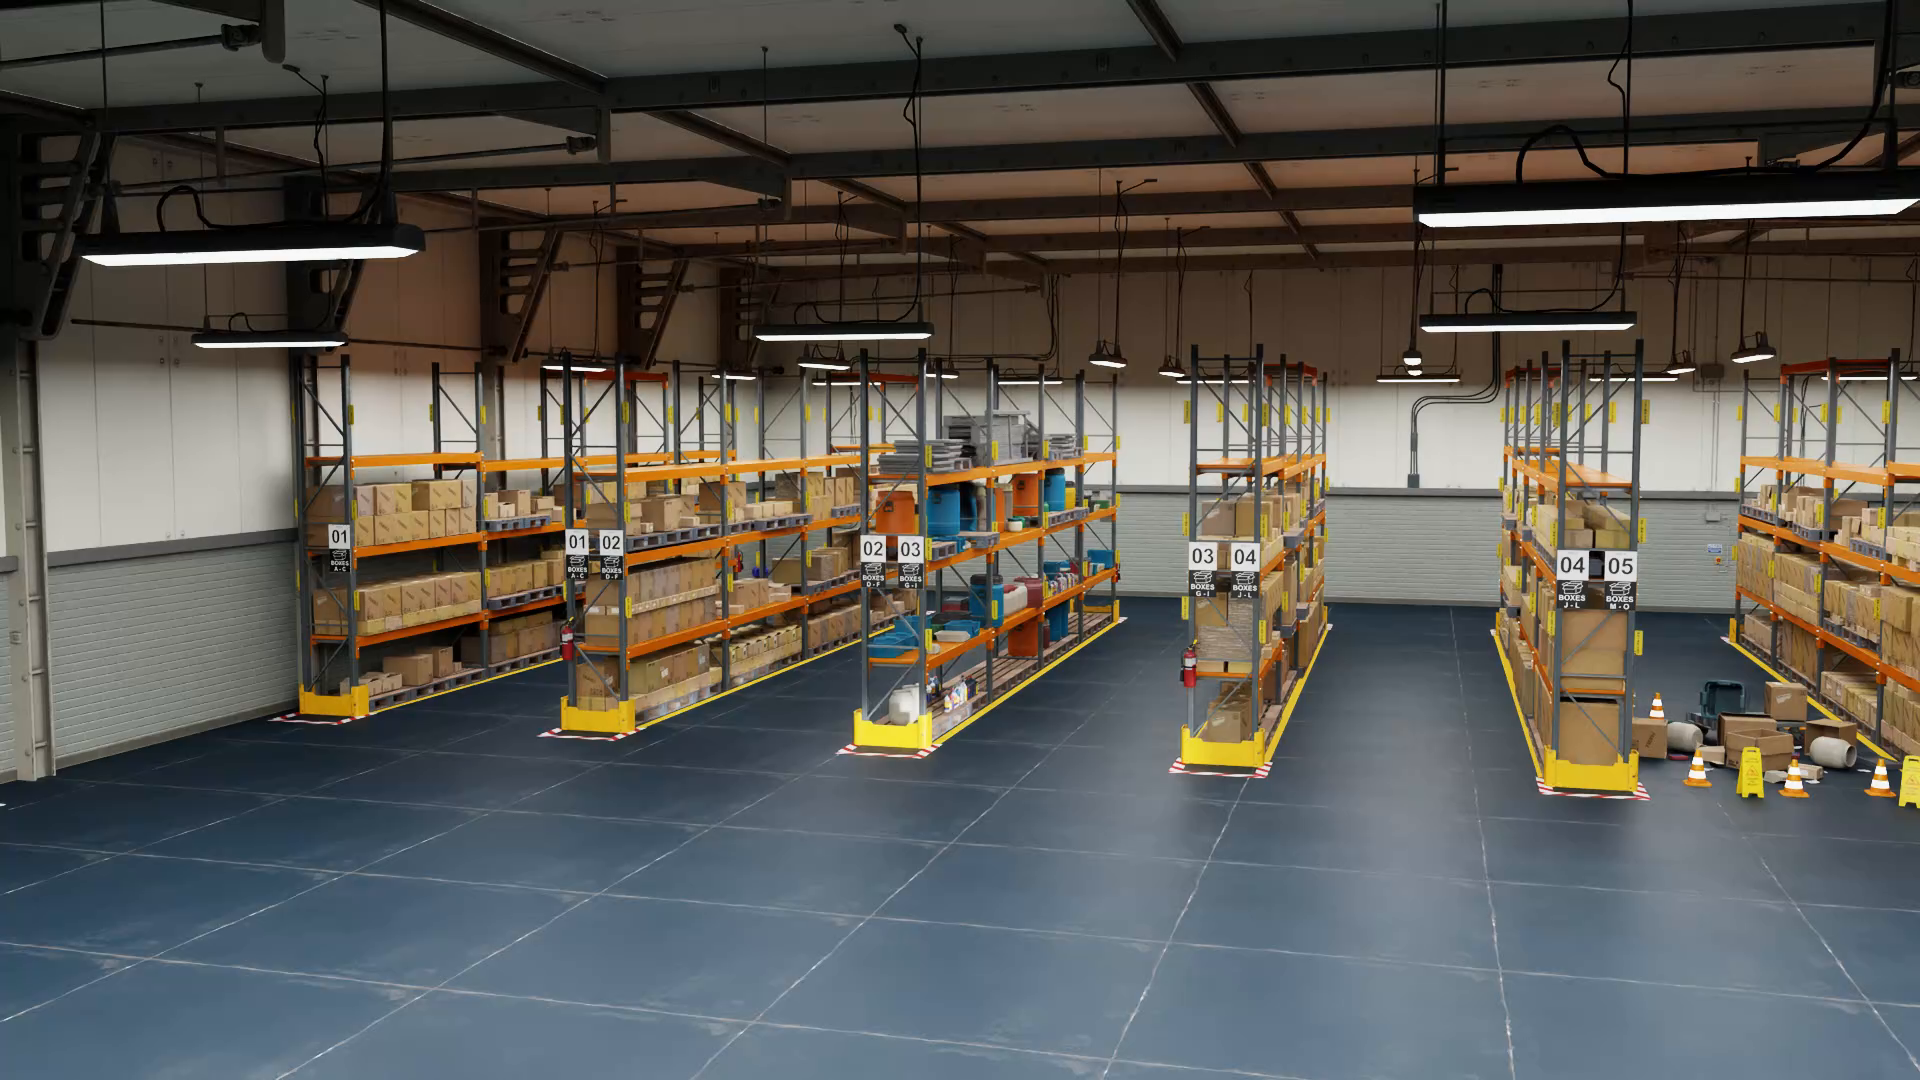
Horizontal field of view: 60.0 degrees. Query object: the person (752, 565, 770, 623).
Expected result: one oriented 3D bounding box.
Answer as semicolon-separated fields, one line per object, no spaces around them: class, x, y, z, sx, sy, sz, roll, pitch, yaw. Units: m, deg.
person;-4.763;1.166;40.235;0.555;1.664;0.488;3;5;32
